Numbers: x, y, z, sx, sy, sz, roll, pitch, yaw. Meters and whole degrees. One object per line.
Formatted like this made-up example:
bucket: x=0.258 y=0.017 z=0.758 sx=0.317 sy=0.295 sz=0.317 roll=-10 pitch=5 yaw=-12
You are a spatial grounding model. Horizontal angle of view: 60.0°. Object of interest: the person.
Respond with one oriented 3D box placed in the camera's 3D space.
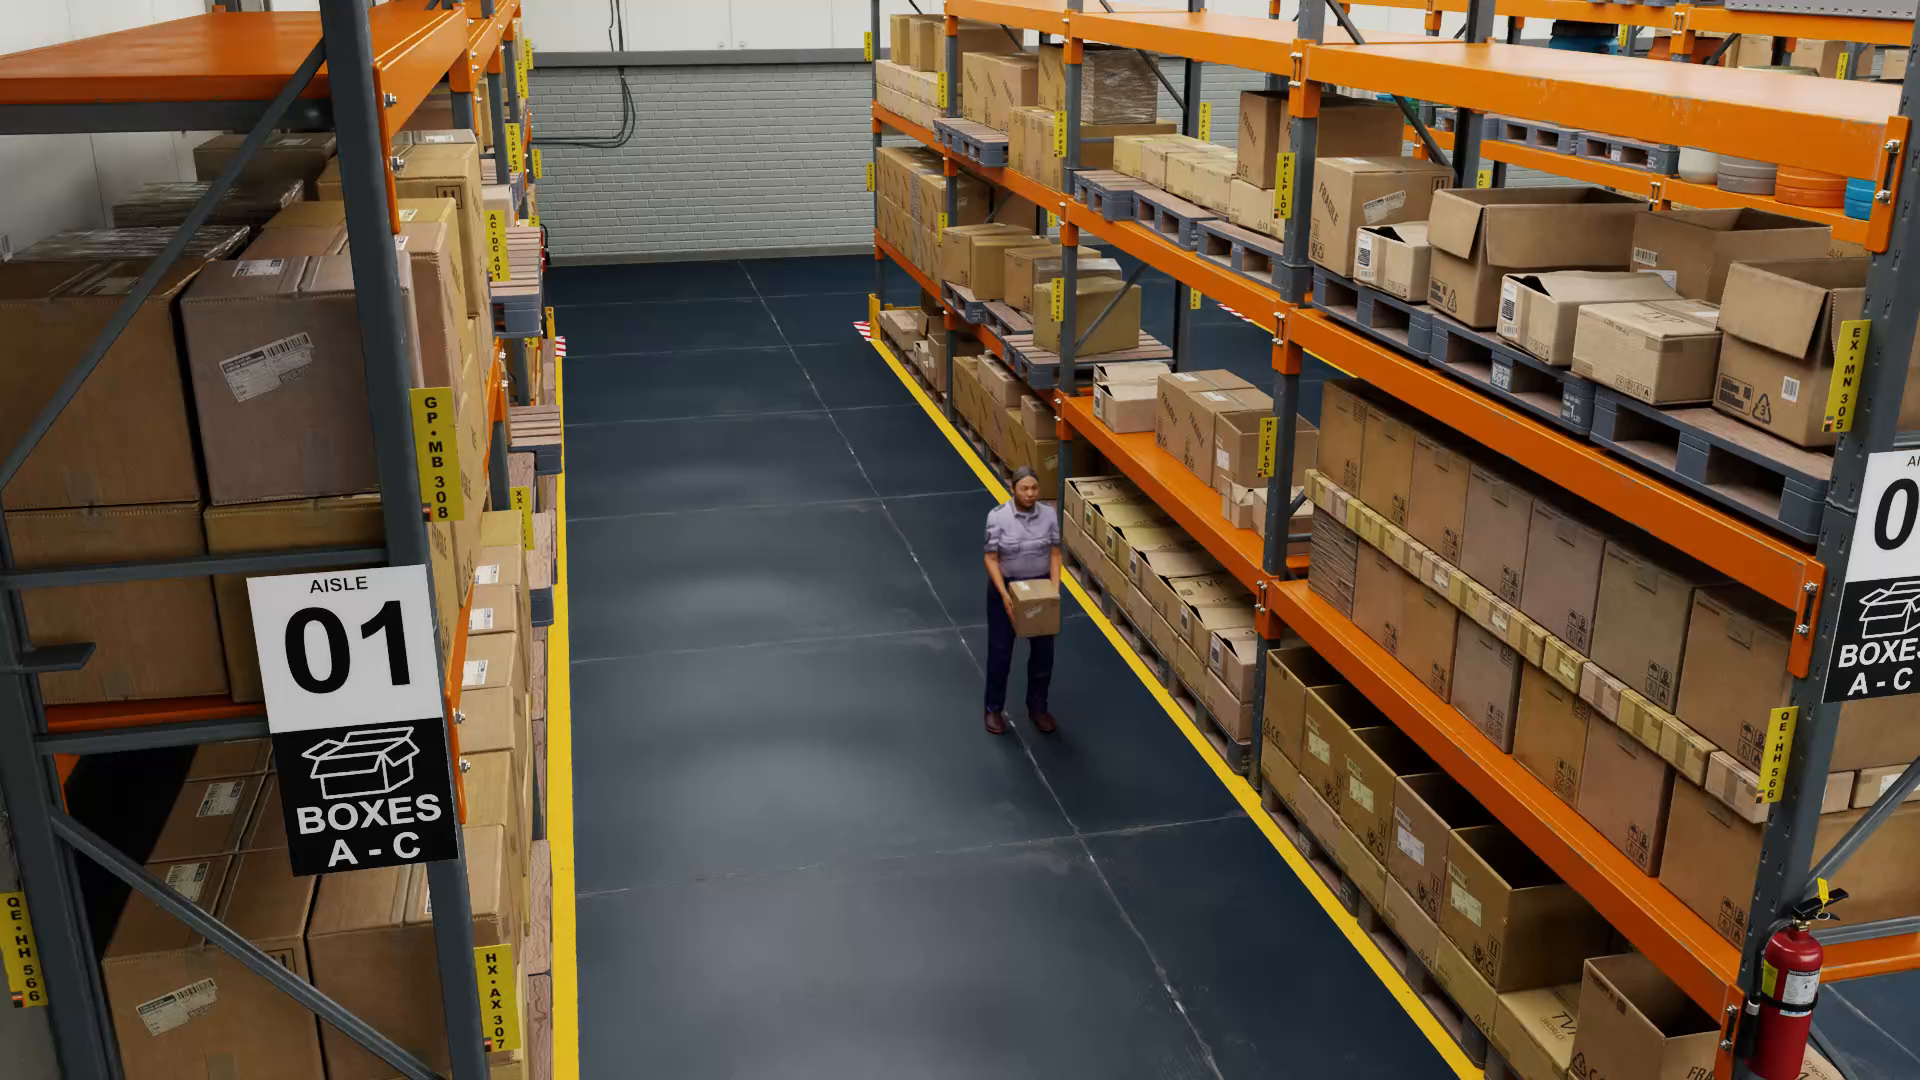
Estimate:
person: x=0.388 y=0.364 z=10.085 sx=0.498 sy=1.642 sz=0.450 roll=-5 pitch=20 yaw=-13
